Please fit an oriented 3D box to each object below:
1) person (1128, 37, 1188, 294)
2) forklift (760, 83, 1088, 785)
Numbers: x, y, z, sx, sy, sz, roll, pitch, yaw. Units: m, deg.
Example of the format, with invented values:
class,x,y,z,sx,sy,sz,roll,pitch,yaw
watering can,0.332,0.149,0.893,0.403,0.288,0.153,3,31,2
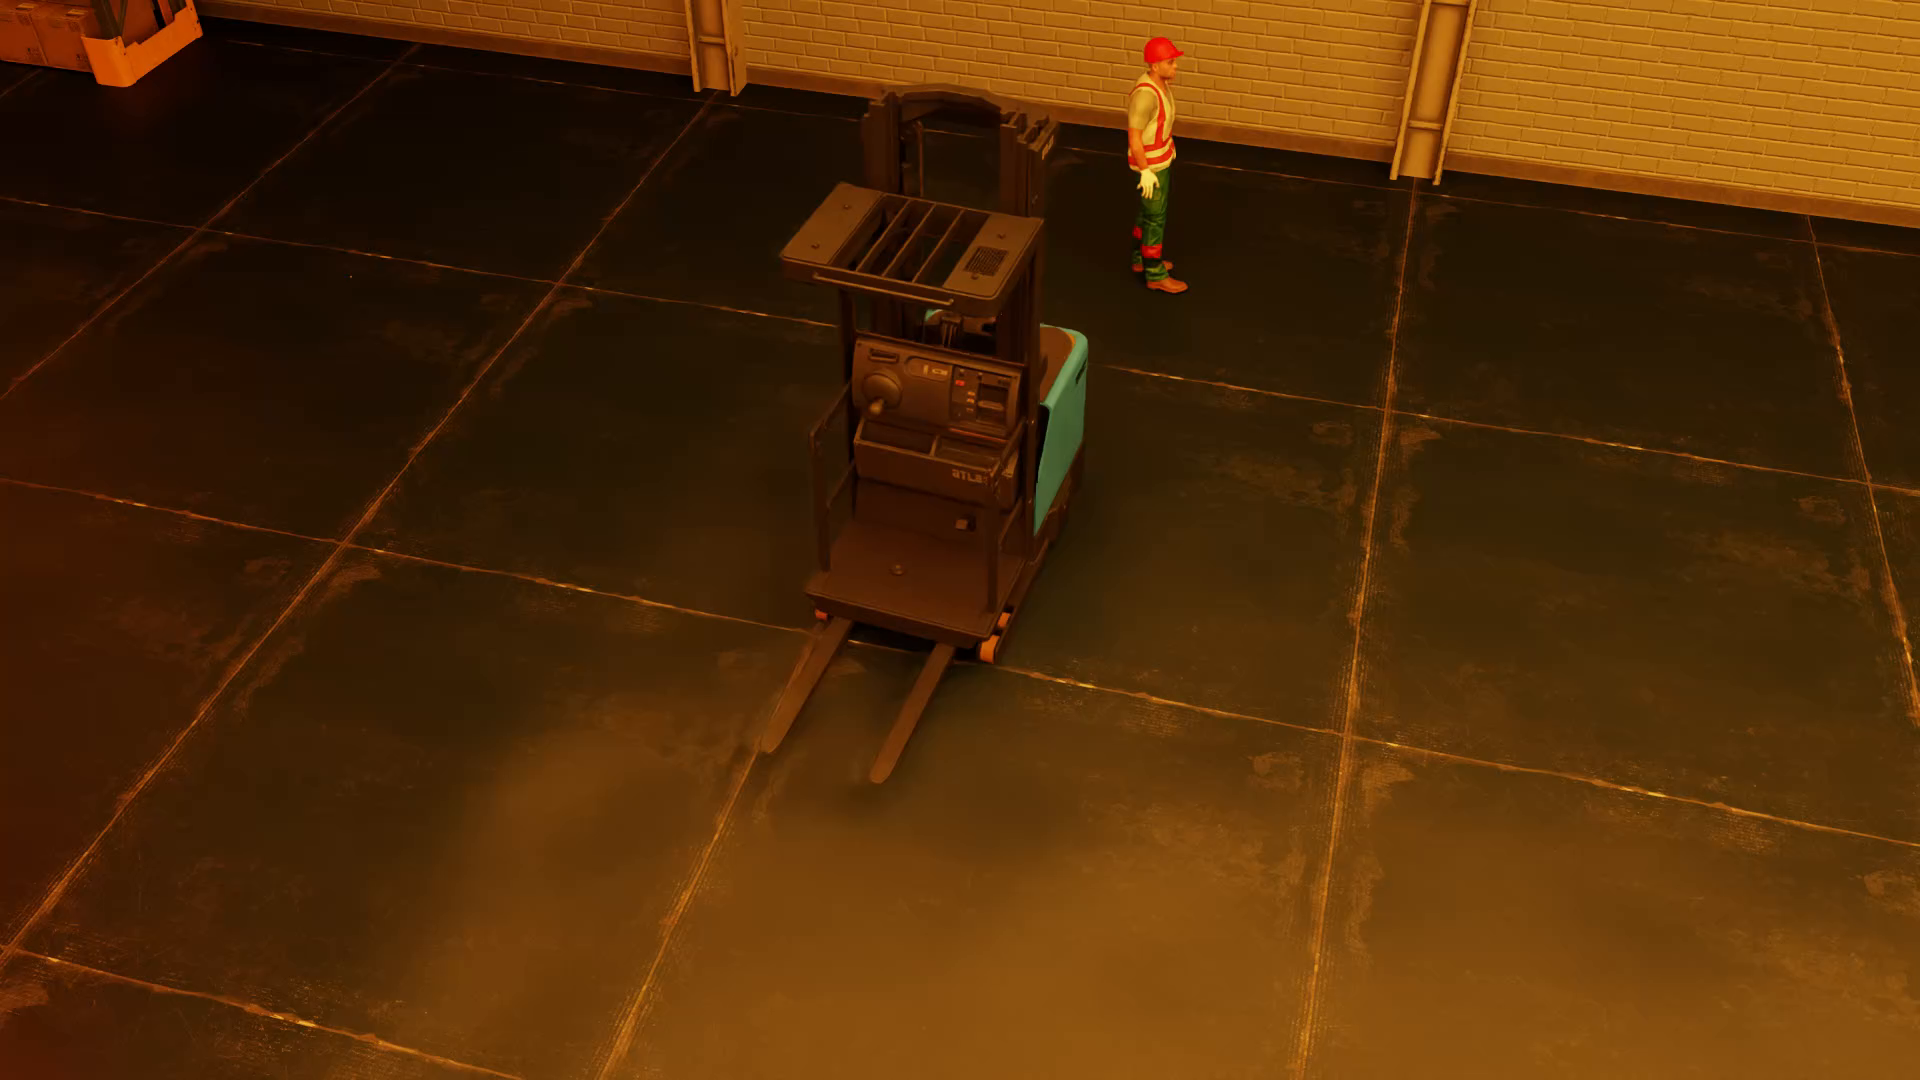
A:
class,x,y,z,sx,sy,sz,roll,pitch,yaw
person,1.444,-2.657,11.757,0.550,1.794,0.687,10,42,11
forklift,-0.201,-0.722,8.685,1.130,2.935,3.031,13,43,15
